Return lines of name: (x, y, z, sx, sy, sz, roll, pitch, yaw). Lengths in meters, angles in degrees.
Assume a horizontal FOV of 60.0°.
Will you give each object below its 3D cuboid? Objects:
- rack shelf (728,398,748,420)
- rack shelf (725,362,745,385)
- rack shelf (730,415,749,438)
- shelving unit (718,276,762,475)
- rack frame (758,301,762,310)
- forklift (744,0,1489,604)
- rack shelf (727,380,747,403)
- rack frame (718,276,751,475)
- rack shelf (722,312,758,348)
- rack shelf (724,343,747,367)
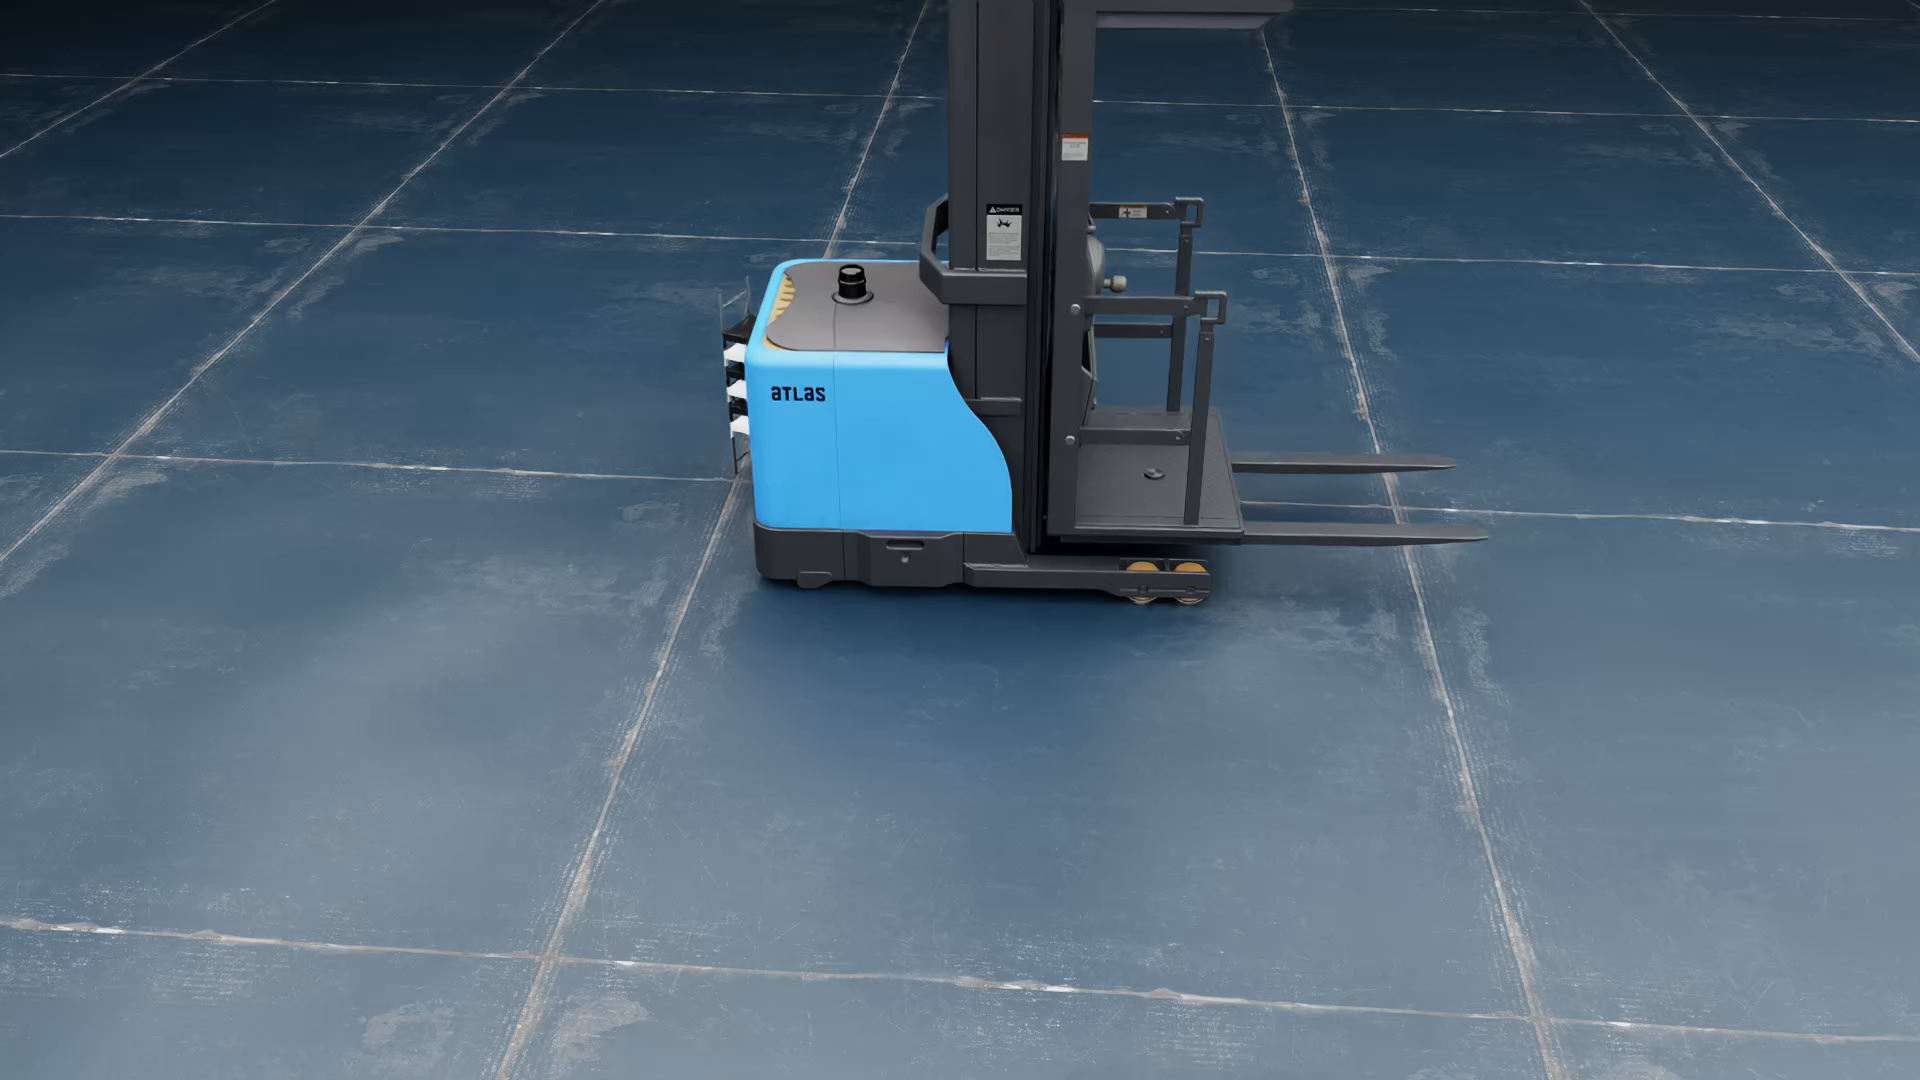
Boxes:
rack shelf: (-0.907, -0.615, 7.624, 0.200, 0.077, 0.258, 14, 34, 22)
rack shelf: (-0.908, -0.769, 7.530, 0.200, 0.077, 0.258, 14, 34, 22)
rack shelf: (-0.906, -0.539, 7.671, 0.200, 0.077, 0.258, 14, 34, 22)
shelving unit: (-0.908, -0.721, 7.560, 0.210, 0.900, 0.258, 14, 34, 22)
rack frame: (-0.816, -0.698, 7.522, 0.006, 0.900, 0.240, 14, 34, 22)
forklift: (0.679, -1.272, 6.520, 3.031, 2.935, 1.130, 1, 32, 2)
rack shelf: (-0.908, -0.692, 7.577, 0.200, 0.077, 0.258, 14, 34, 22)
rack frame: (-1.000, -0.743, 7.598, 0.006, 0.900, 0.240, 14, 34, 22)
rack shelf: (-0.910, -0.922, 7.436, 0.200, 0.077, 0.258, 14, 34, 22)
rack shelf: (-0.909, -0.846, 7.483, 0.200, 0.077, 0.258, 14, 34, 22)
